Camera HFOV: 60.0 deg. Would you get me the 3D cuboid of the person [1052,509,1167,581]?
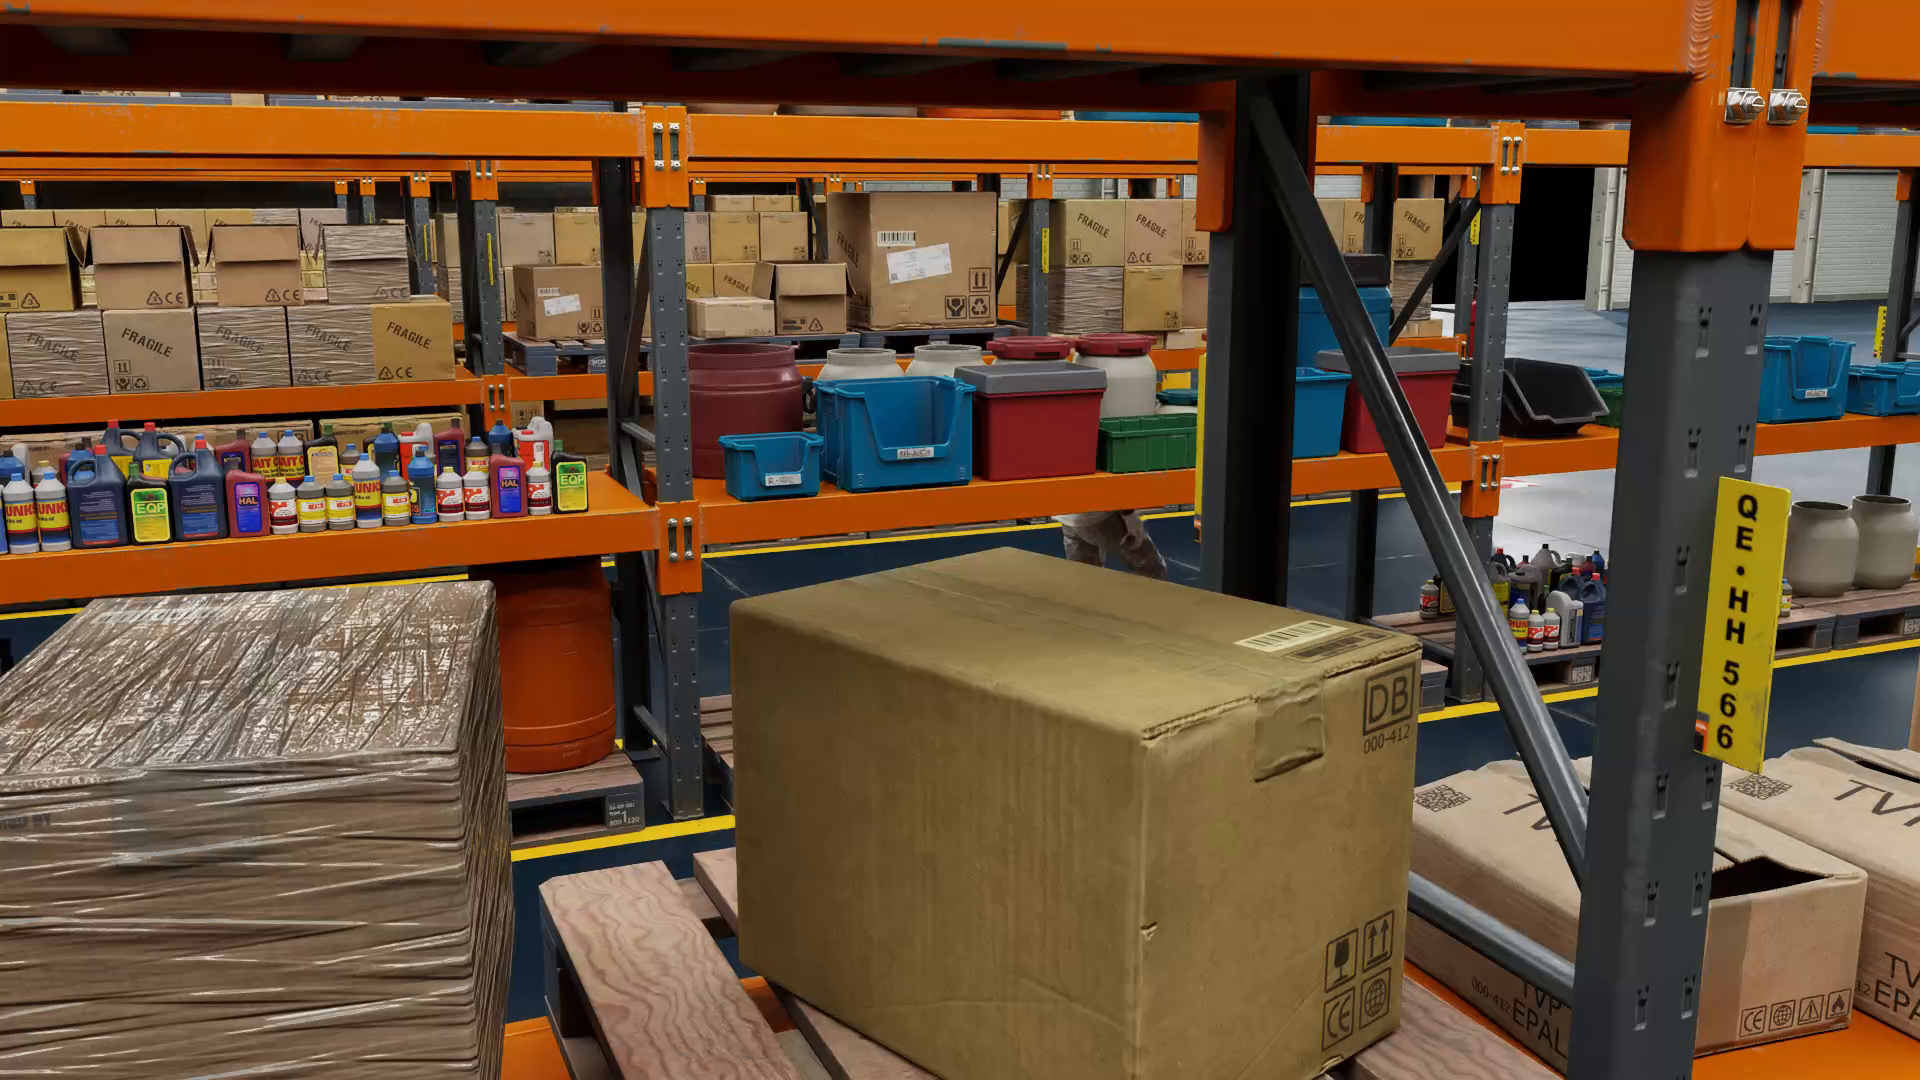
[{"bbox_3d":[0.738,-0.138,8.566,0.518,1.783,0.629,-5,13,-24],"label":"person"}]
